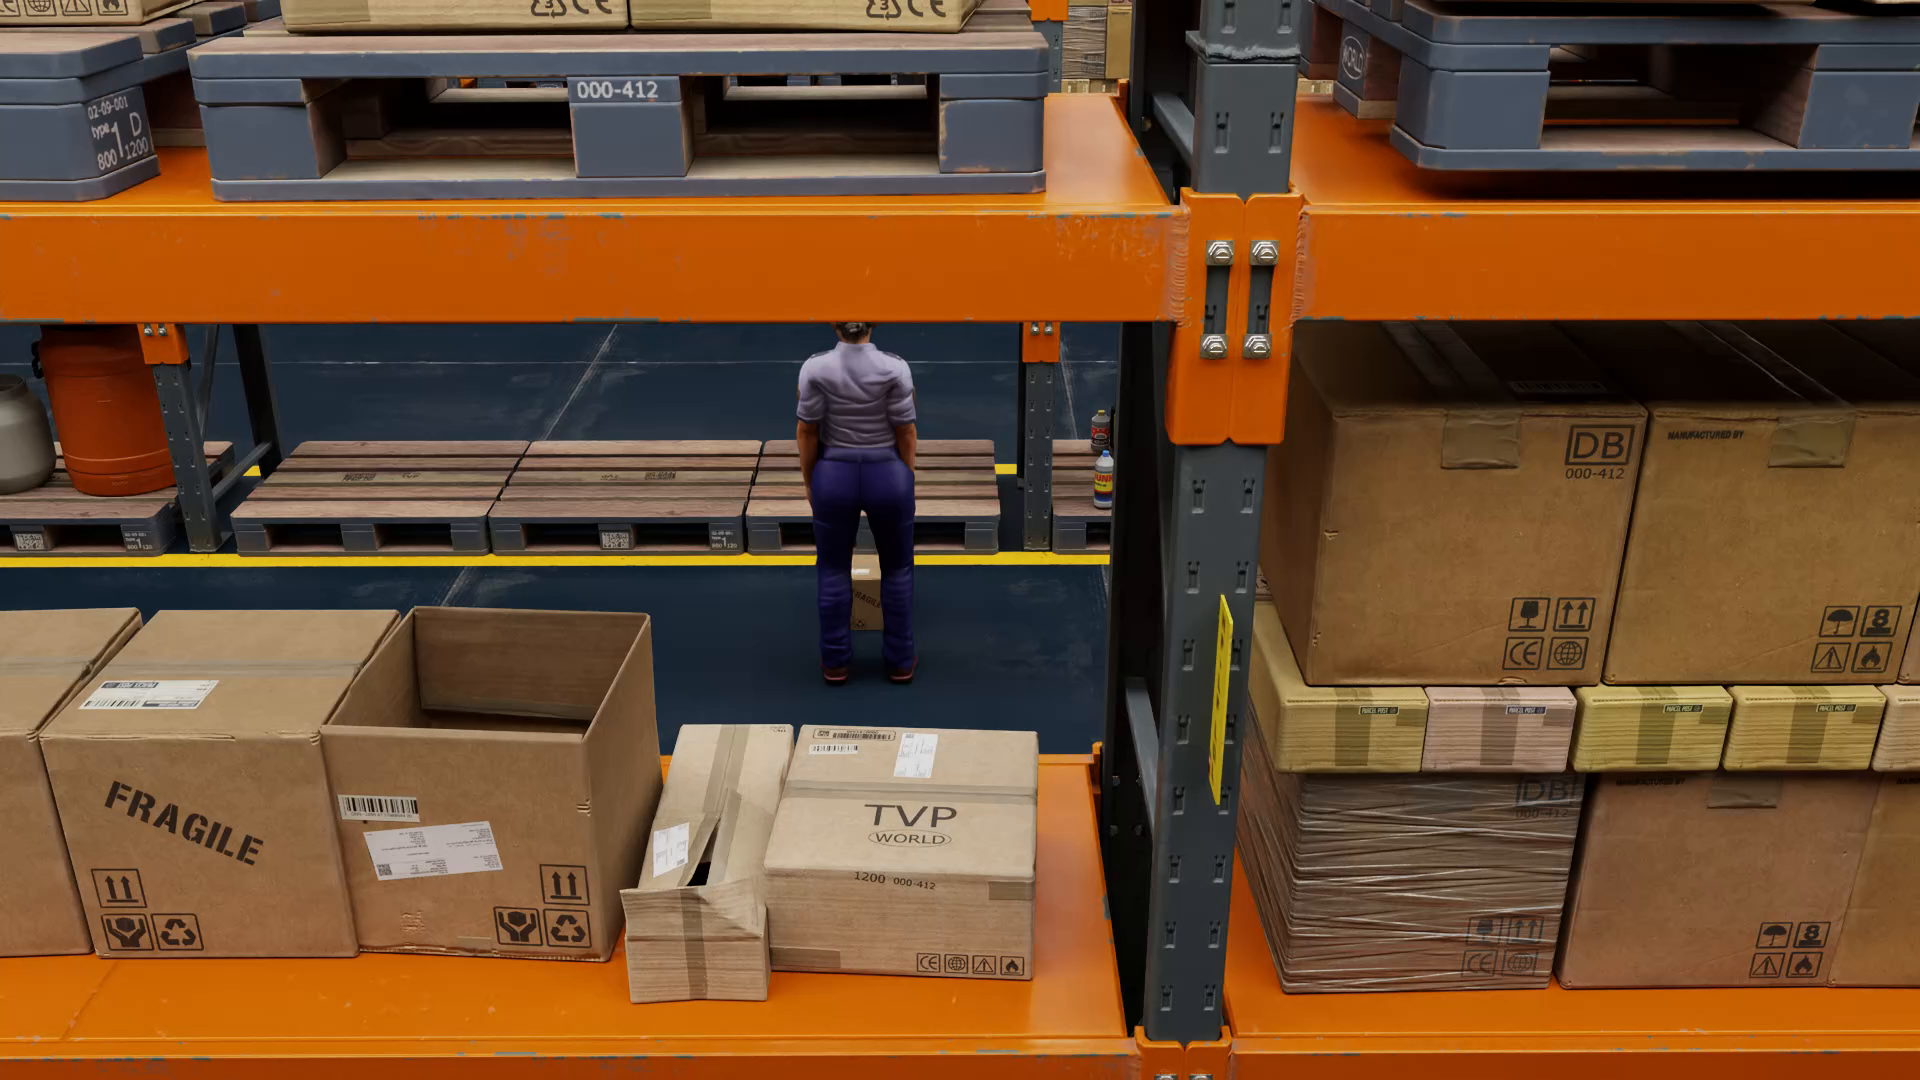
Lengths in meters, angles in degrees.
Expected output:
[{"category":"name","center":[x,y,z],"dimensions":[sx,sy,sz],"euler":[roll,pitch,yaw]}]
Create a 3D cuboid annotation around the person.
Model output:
[{"category":"person","center":[-0.403,-0.203,6.599],"dimensions":[0.469,1.631,0.342],"euler":[0,24,1]}]
